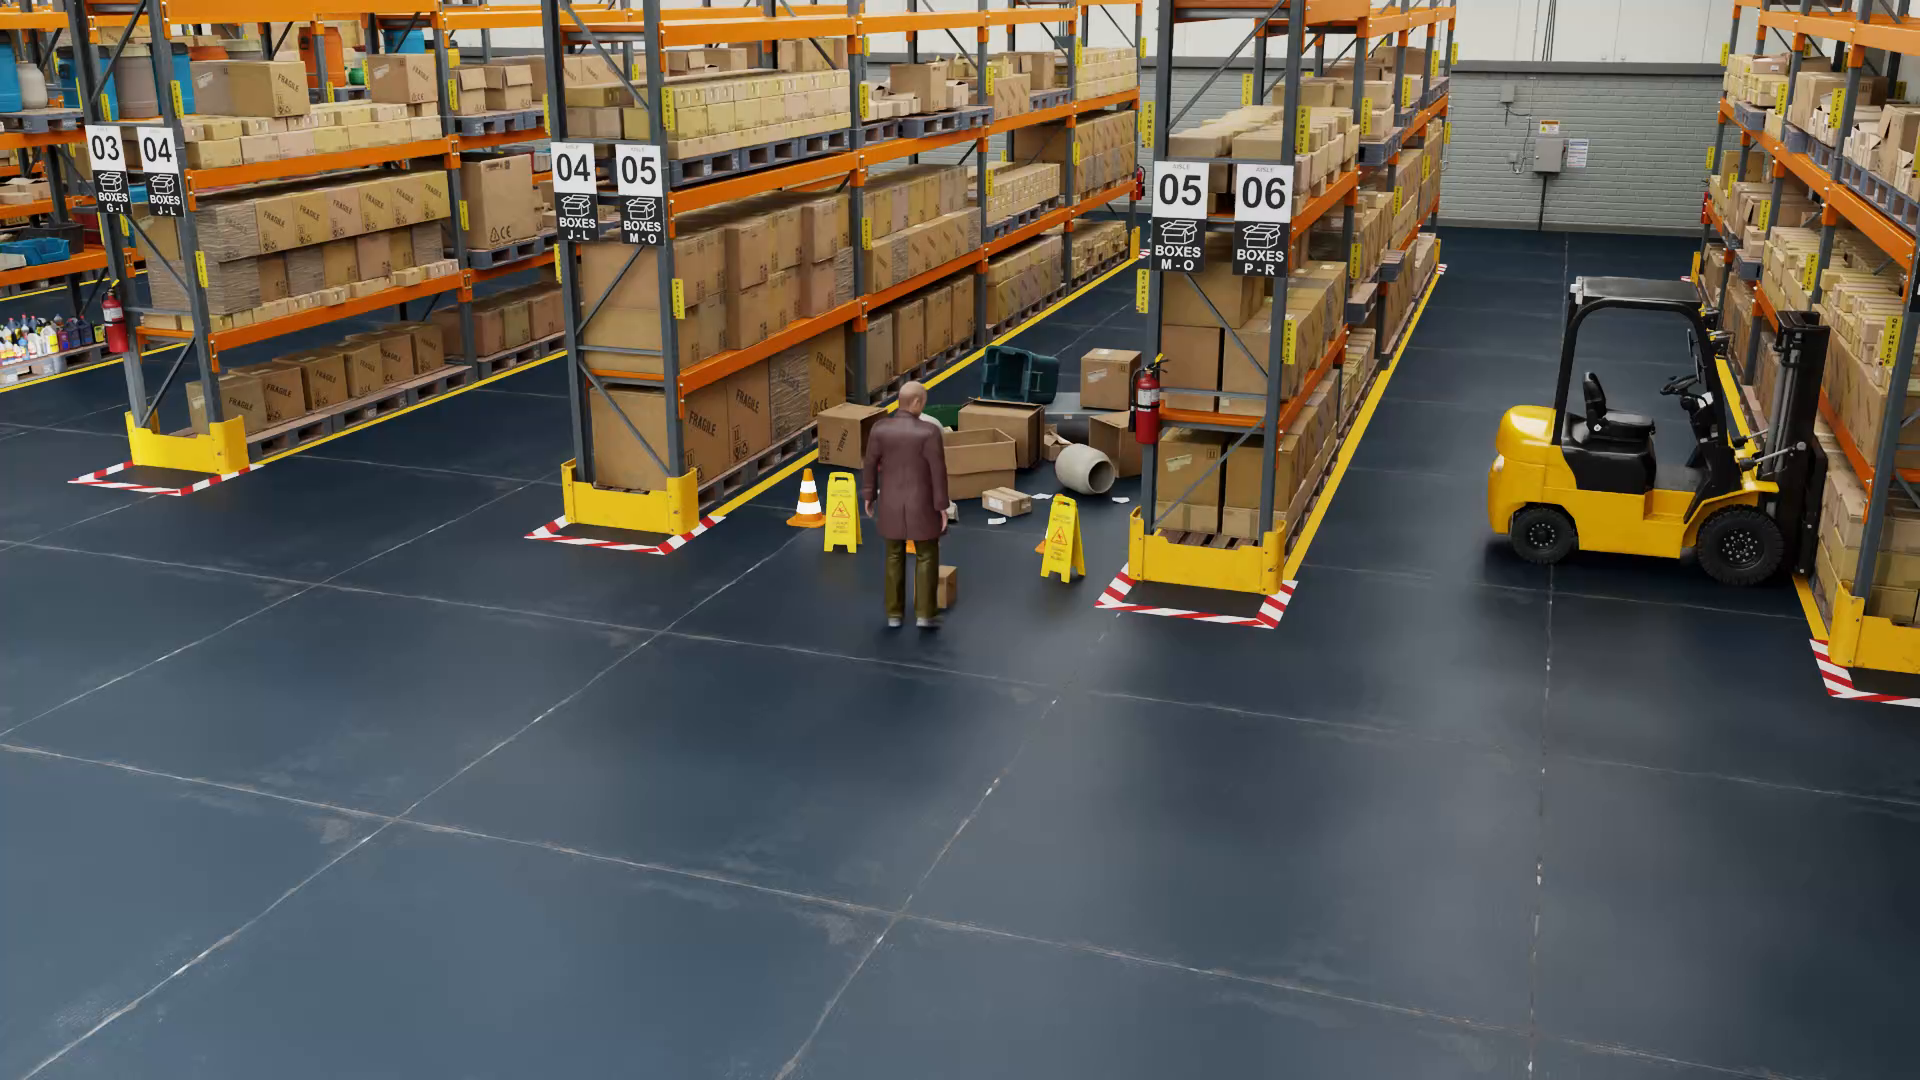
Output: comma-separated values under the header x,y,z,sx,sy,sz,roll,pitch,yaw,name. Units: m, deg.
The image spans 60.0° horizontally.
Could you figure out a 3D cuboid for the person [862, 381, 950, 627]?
x,y,z,sx,sy,sz,roll,pitch,yaw,name
-0.376,-0.234,11.795,0.672,1.819,0.404,4,19,12,person
